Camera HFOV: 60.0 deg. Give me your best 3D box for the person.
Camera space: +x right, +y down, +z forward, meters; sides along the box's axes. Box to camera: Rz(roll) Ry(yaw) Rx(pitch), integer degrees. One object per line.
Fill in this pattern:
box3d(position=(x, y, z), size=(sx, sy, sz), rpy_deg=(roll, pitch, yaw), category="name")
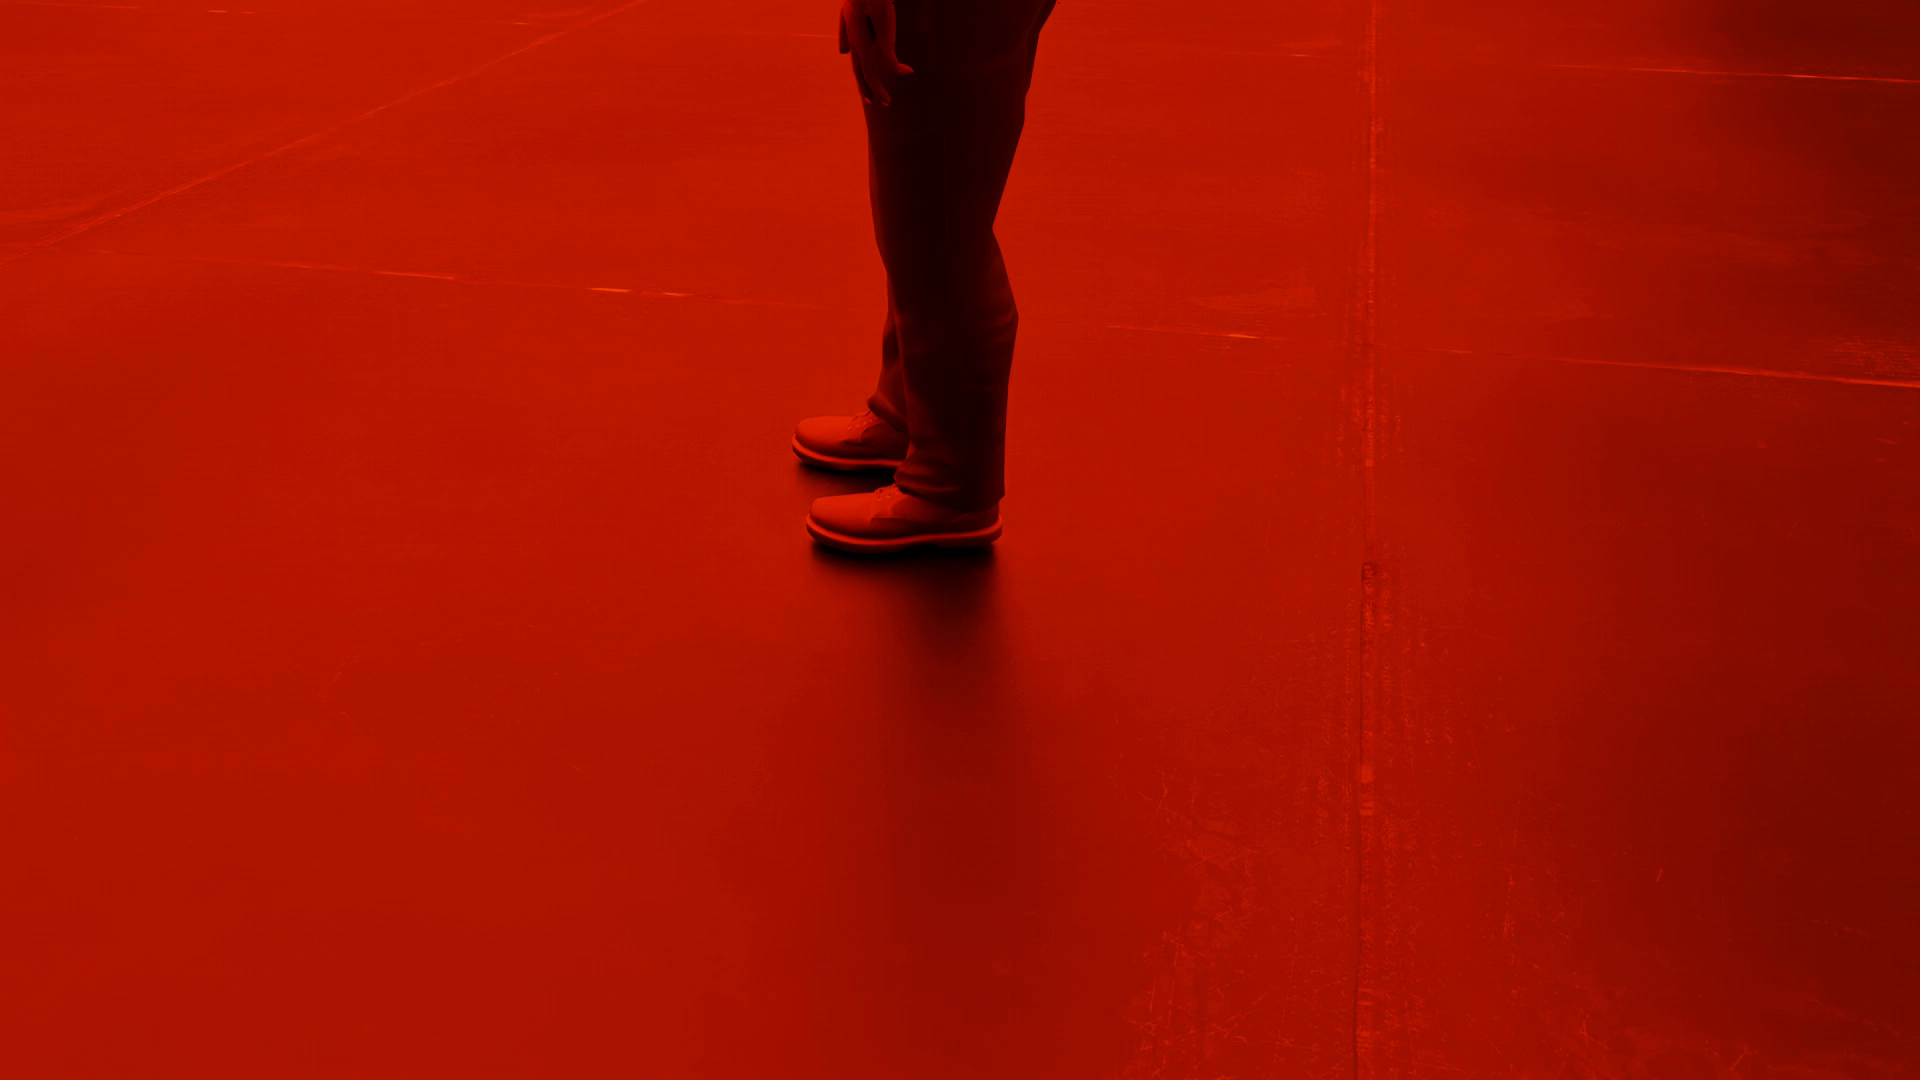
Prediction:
box3d(position=(-0.082, -0.762, 2.158), size=(0.503, 1.656, 0.570), rpy_deg=(6, 27, 11), category="person")
